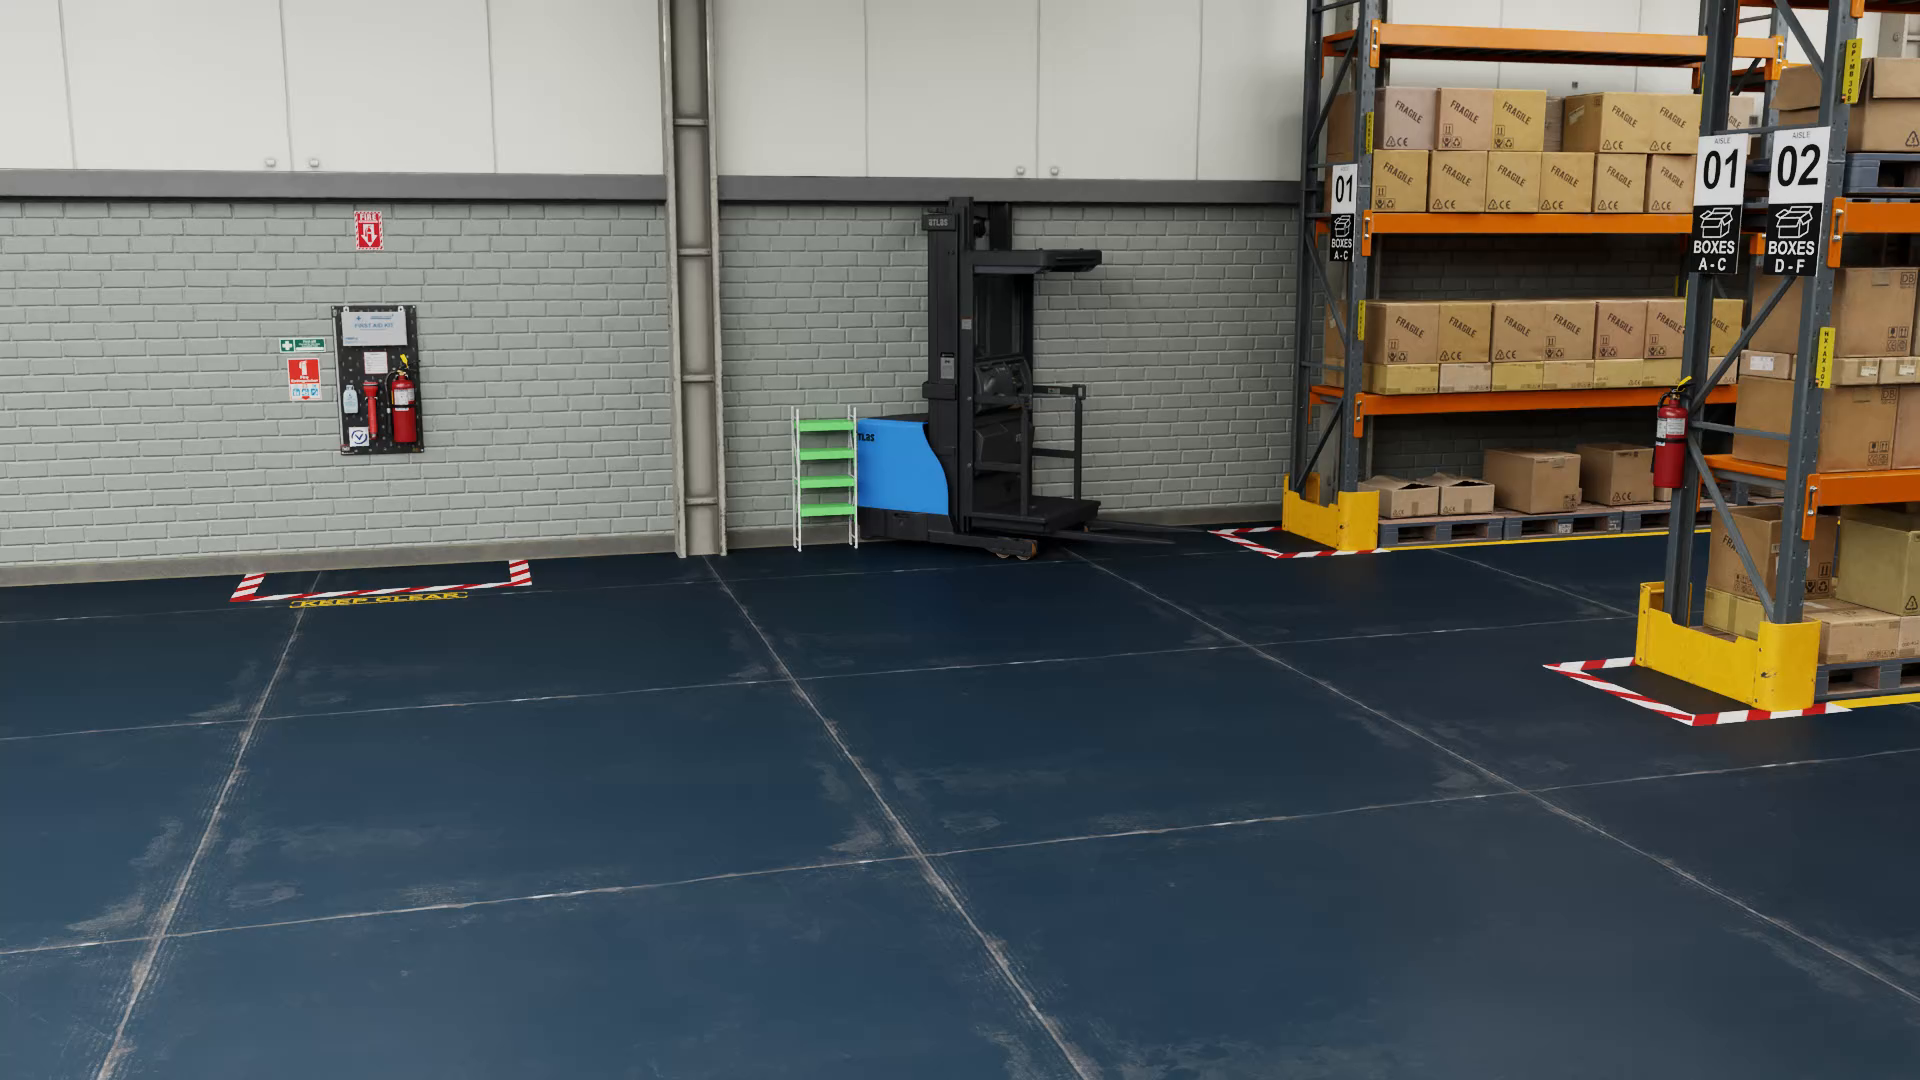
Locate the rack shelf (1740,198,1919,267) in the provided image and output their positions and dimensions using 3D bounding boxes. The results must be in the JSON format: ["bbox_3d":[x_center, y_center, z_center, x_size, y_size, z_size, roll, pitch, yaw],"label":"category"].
[{"bbox_3d":[6.467,-1.844,9.981,4.000,0.370,1.077,-3,11,-16],"label":"rack shelf"}]

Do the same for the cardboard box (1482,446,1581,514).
[{"bbox_3d":[5.114,-0.546,14.918,0.500,0.500,0.700,-4,11,-20],"label":"cardboard box"}]

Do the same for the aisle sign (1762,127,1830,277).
[{"bbox_3d":[4.570,-1.844,9.095,0.004,0.787,0.394,-3,11,-16],"label":"aisle sign"}]

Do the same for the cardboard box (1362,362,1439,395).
[{"bbox_3d":[3.716,-1.388,14.161,0.500,0.250,0.500,-3,11,-18],"label":"cardboard box"}]

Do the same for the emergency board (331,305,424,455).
[{"bbox_3d":[-4.555,-1.246,13.031,0.643,1.169,0.194,-3,11,-16],"label":"emergency board"}]

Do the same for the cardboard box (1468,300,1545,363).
[{"bbox_3d":[4.676,-1.808,14.369,0.500,0.500,0.500,-3,11,-18],"label":"cardboard box"}]

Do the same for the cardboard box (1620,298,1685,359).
[{"bbox_3d":[6.154,-1.886,14.794,0.500,0.500,0.500,-3,11,-16],"label":"cardboard box"}]

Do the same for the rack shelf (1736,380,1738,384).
[{"bbox_3d":[8.920,-1.432,16.029,4.000,0.370,1.077,-3,11,-16],"label":"rack shelf"}]

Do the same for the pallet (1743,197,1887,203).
[{"bbox_3d":[7.622,-3.081,15.229,1.003,0.211,1.213,-3,11,-16],"label":"pallet"}]

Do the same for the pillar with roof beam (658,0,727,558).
[{"bbox_3d":[-0.968,-3.567,9.066,0.400,9.000,9.100,-3,11,-16],"label":"pillar with roof beam"}]

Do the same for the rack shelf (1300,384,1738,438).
[{"bbox_3d":[5.079,-1.230,14.930,4.000,0.370,1.077,-3,11,-16],"label":"rack shelf"}]

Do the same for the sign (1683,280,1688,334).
[{"bbox_3d":[4.409,-1.403,10.028,0.005,0.325,0.100,-3,11,-16],"label":"sign"}]

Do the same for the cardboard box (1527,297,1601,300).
[{"bbox_3d":[5.512,-1.953,15.156,0.500,0.500,0.500,-3,11,-14],"label":"cardboard box"}]

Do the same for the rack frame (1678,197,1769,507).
[{"bbox_3d":[6.999,-1.685,15.414,0.127,3.000,1.000,-3,11,-16],"label":"rack frame"}]

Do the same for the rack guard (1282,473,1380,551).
[{"bbox_3d":[3.232,-0.257,14.562,0.348,0.500,1.175,-3,11,-16],"label":"rack guard"}]

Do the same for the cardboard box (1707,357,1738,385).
[{"bbox_3d":[6.629,-1.544,15.010,0.500,0.250,0.500,-3,11,-16],"label":"cardboard box"}]

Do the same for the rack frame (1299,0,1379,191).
[{"bbox_3d":[3.159,-4.433,13.772,0.127,3.000,1.000,-3,11,-16],"label":"rack frame"}]

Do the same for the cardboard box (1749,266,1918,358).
[{"bbox_3d":[5.050,-1.333,9.642,0.500,0.500,0.700,-3,11,-16],"label":"cardboard box"}]

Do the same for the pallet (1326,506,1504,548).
[{"bbox_3d":[4.022,-0.150,14.778,1.213,0.211,1.003,-3,11,-16],"label":"pallet"}]

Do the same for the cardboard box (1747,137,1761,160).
[{"bbox_3d":[7.547,-3.430,15.170,0.500,0.500,0.500,-1,11,-8],"label":"cardboard box"}]

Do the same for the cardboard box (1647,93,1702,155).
[{"bbox_3d":[6.068,-3.609,14.486,0.500,0.500,0.500,-2,11,-13],"label":"cardboard box"}]

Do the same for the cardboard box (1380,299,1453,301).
[{"bbox_3d":[4.038,-1.872,14.718,0.500,0.500,0.500,-3,11,-15],"label":"cardboard box"}]

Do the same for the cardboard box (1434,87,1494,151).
[{"bbox_3d":[4.092,-3.502,13.909,0.500,0.500,0.500,-3,11,-17],"label":"cardboard box"}]

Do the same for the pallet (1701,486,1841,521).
[{"bbox_3d":[7.747,-0.353,15.882,1.213,0.211,1.003,-3,11,-16],"label":"pallet"}]

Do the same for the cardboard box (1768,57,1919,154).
[{"bbox_3d":[5.100,-2.451,9.461,0.637,0.503,0.797,-2,11,-12],"label":"cardboard box"}]

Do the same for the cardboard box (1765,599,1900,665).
[{"bbox_3d":[5.124,0.536,9.786,0.500,0.250,0.500,-3,11,-16],"label":"cardboard box"}]

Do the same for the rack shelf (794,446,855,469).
[{"bbox_3d":[-1.150,-0.701,14.070,0.480,0.148,0.258,-3,11,-17],"label":"rack shelf"}]

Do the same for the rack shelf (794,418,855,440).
[{"bbox_3d":[-1.150,-0.937,14.027,0.480,0.148,0.258,-3,11,-17],"label":"rack shelf"}]

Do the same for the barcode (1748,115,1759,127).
[{"bbox_3d":[4.702,-2.481,9.852,0.075,0.075,0.001,-3,11,-16],"label":"barcode"}]

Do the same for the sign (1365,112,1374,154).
[{"bbox_3d":[3.311,-3.293,13.452,0.005,0.325,0.100,-3,11,-16],"label":"sign"}]

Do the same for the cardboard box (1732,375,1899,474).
[{"bbox_3d":[4.999,-0.692,9.745,0.500,0.500,0.700,-3,11,-16],"label":"cardboard box"}]

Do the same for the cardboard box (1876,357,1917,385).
[{"bbox_3d":[5.237,-0.986,9.550,0.250,0.149,0.380,-3,11,-17],"label":"cardboard box"}]

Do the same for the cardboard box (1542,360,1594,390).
[{"bbox_3d":[5.187,-1.467,14.588,0.500,0.250,0.500,-3,11,-15],"label":"cardboard box"}]

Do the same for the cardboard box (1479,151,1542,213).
[{"bbox_3d":[4.573,-3.038,14.149,0.500,0.500,0.500,-2,11,-13],"label":"cardboard box"}]

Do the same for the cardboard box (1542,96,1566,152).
[{"bbox_3d":[4.985,-3.651,14.713,0.500,0.500,0.500,-3,11,-16],"label":"cardboard box"}]

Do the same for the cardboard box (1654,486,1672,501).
[{"bbox_3d":[6.494,-0.476,15.456,0.250,0.166,0.380,-5,11,-23],"label":"cardboard box"}]

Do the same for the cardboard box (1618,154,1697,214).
[{"bbox_3d":[6.095,-3.127,14.633,0.500,0.500,0.500,-4,11,-21],"label":"cardboard box"}]

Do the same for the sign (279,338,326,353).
[{"bbox_3d":[-5.108,-1.513,12.918,0.331,0.109,0.001,-3,11,-16],"label":"sign"}]

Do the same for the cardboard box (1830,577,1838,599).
[{"bbox_3d":[5.456,0.418,10.424,0.500,0.250,0.500,-3,11,-16],"label":"cardboard box"}]

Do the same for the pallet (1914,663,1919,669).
[{"bbox_3d":[6.439,0.643,10.472,1.213,0.211,1.003,-3,11,-16],"label":"pallet"}]

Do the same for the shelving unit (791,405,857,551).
[{"bbox_3d":[-1.150,-0.528,14.102,0.503,1.200,0.258,-3,11,-17],"label":"shelving unit"}]

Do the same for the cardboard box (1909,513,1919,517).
[{"bbox_3d":[6.080,0.114,10.007,0.500,0.500,0.500,-3,11,-16],"label":"cardboard box"}]

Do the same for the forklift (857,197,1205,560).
[{"bbox_3d":[0.545,-1.385,13.973,3.031,2.935,1.130,6,12,29],"label":"forklift"}]
